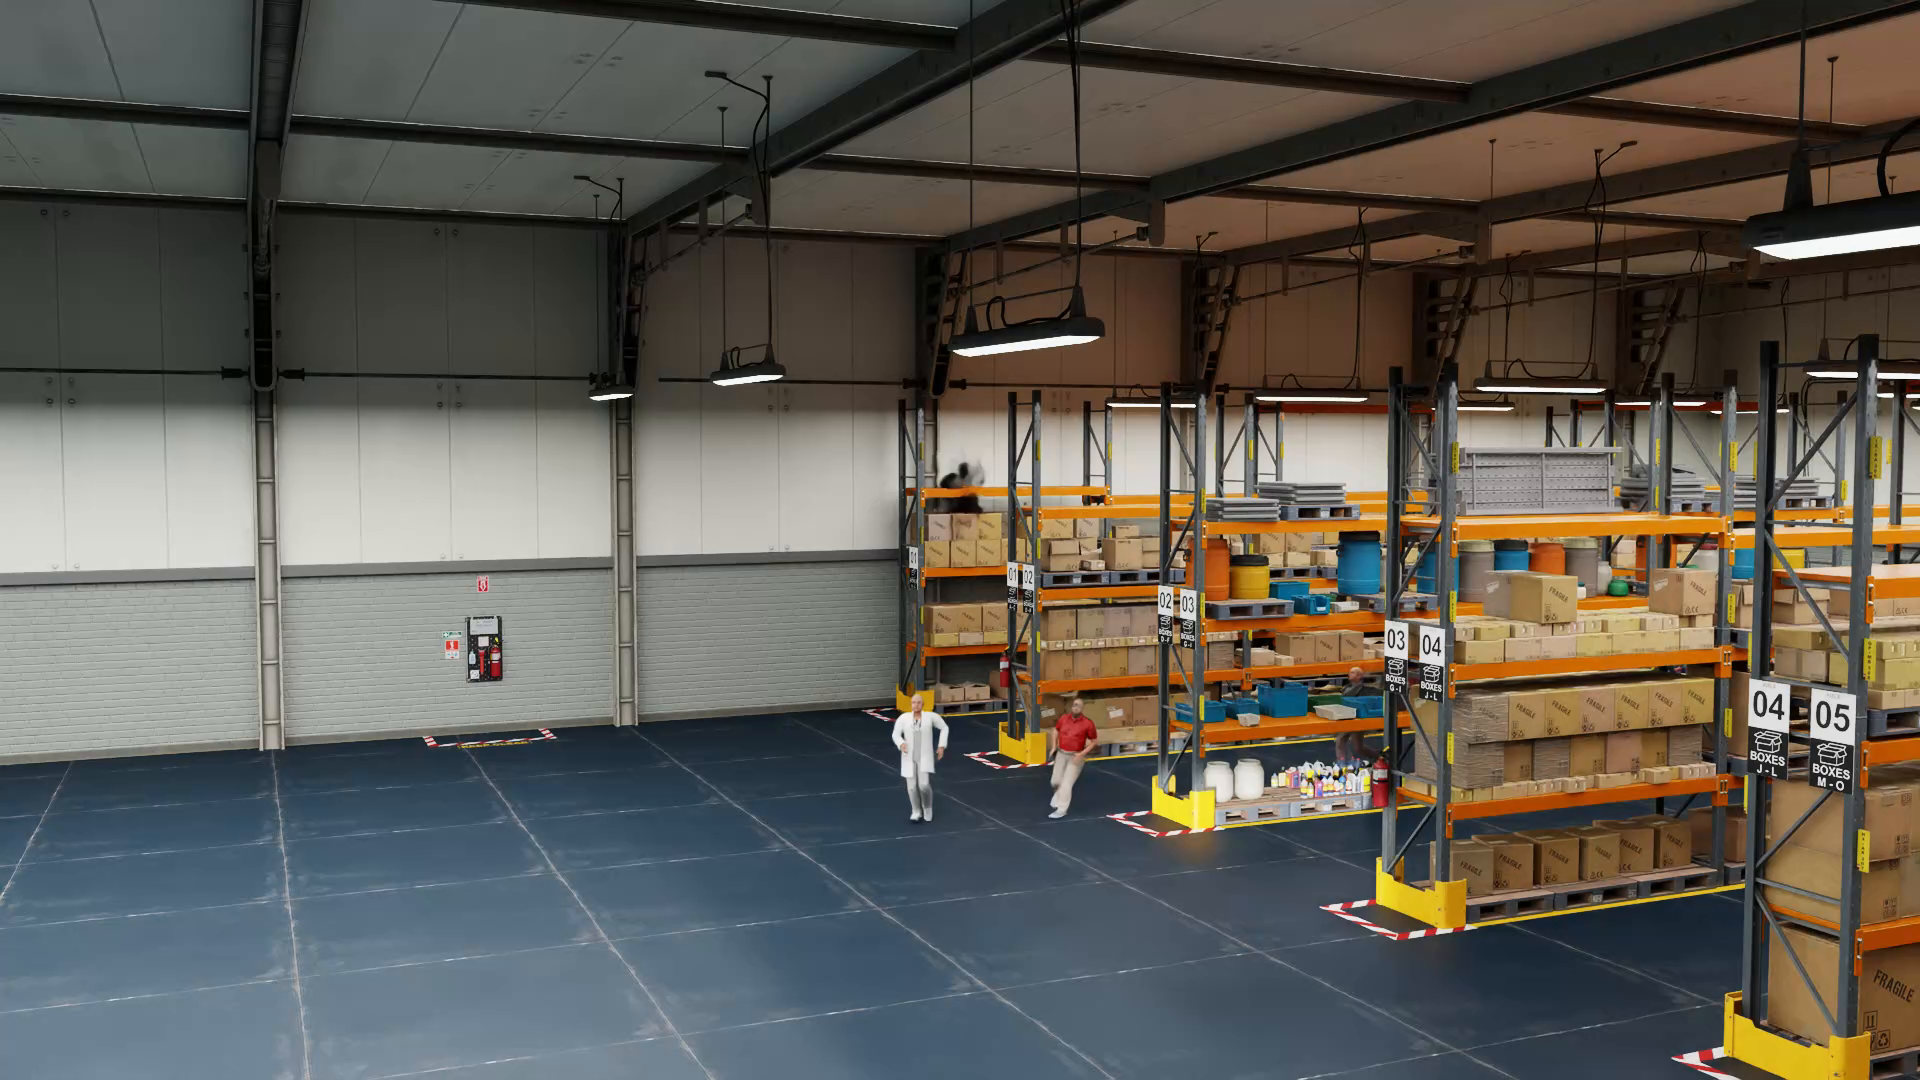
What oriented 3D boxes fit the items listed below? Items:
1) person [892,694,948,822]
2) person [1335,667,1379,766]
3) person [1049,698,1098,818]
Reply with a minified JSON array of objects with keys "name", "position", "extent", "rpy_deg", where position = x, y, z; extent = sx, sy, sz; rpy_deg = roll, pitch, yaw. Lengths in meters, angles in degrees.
[{"name":"person","position":[-0.557,2.968,22.505],"extent":[0.747,1.756,0.680],"rpy_deg":[0,3,7]},{"name":"person","position":[6.066,2.801,25.625],"extent":[0.930,1.699,0.666],"rpy_deg":[-2,4,-26]},{"name":"person","position":[1.528,3.000,22.834],"extent":[0.700,1.651,0.535],"rpy_deg":[1,4,22]}]
